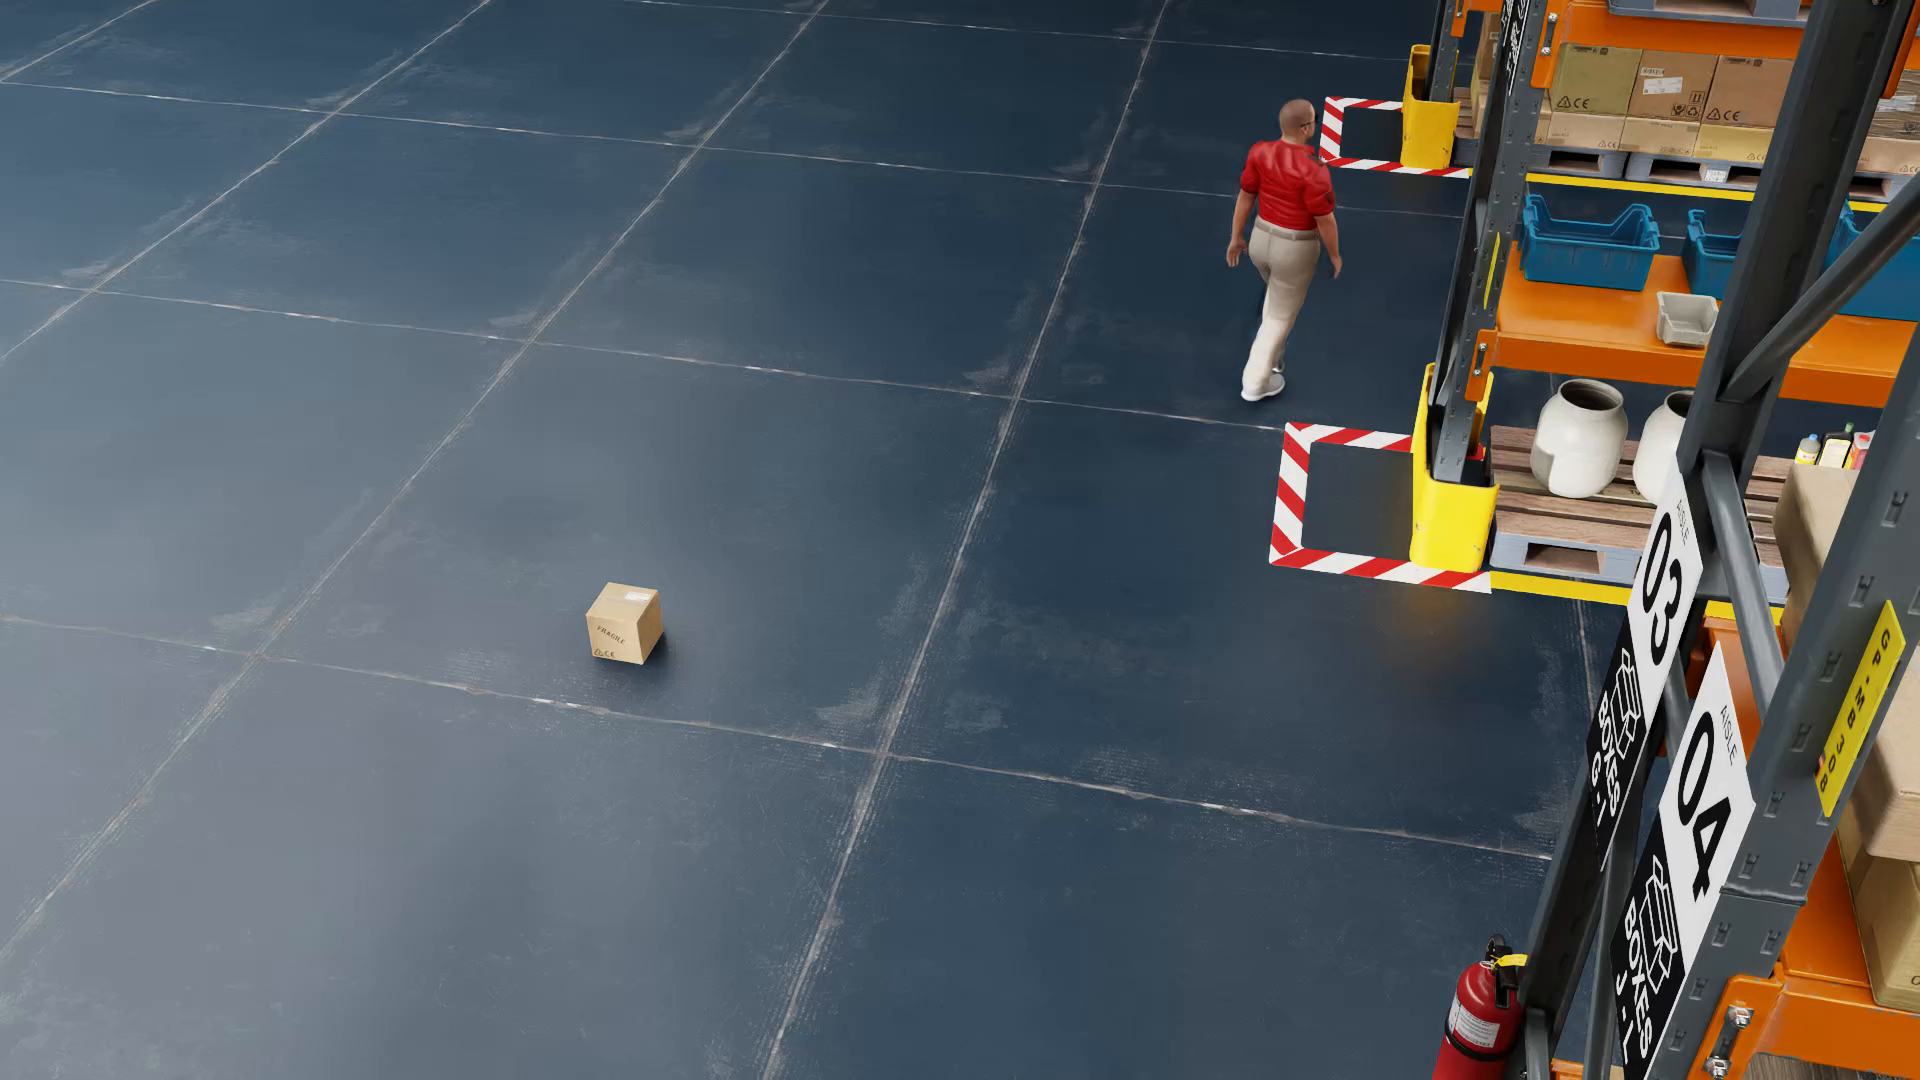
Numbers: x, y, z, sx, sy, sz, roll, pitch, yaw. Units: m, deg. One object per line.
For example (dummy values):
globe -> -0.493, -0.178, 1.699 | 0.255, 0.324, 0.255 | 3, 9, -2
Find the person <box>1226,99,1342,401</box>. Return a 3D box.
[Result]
person -> 1.797, -1.562, 9.142 | 0.566, 1.807, 0.589 | -25, 43, -30
